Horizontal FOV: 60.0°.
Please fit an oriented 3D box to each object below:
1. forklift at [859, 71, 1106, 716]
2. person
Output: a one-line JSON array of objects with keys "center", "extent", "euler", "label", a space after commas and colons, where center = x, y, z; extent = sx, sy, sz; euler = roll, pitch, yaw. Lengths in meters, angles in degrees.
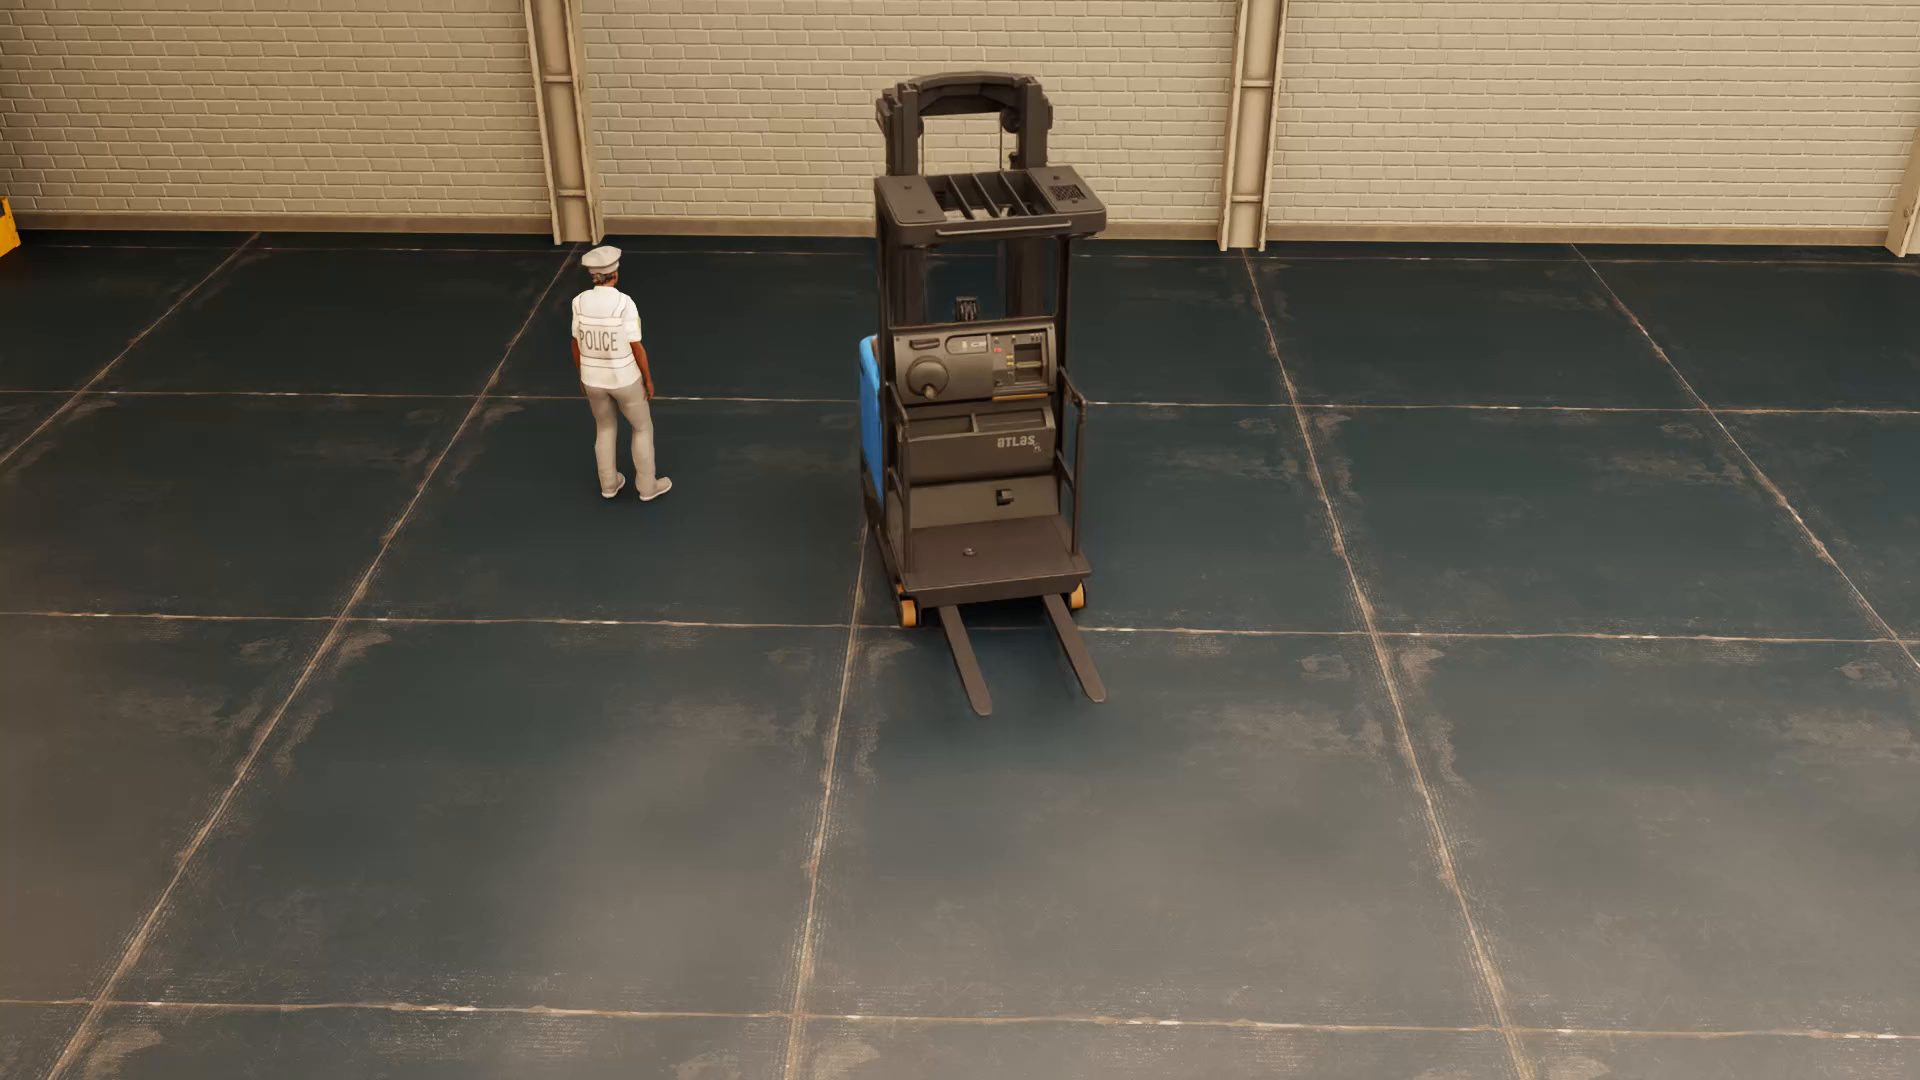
[{"center": [0.131, -0.958, 9.239], "extent": [1.130, 2.935, 3.031], "euler": [-6, 31, -10], "label": "forklift"}, {"center": [-2.195, -1.029, 10.617], "extent": [0.512, 1.656, 0.397], "euler": [6, 31, 11], "label": "person"}]
